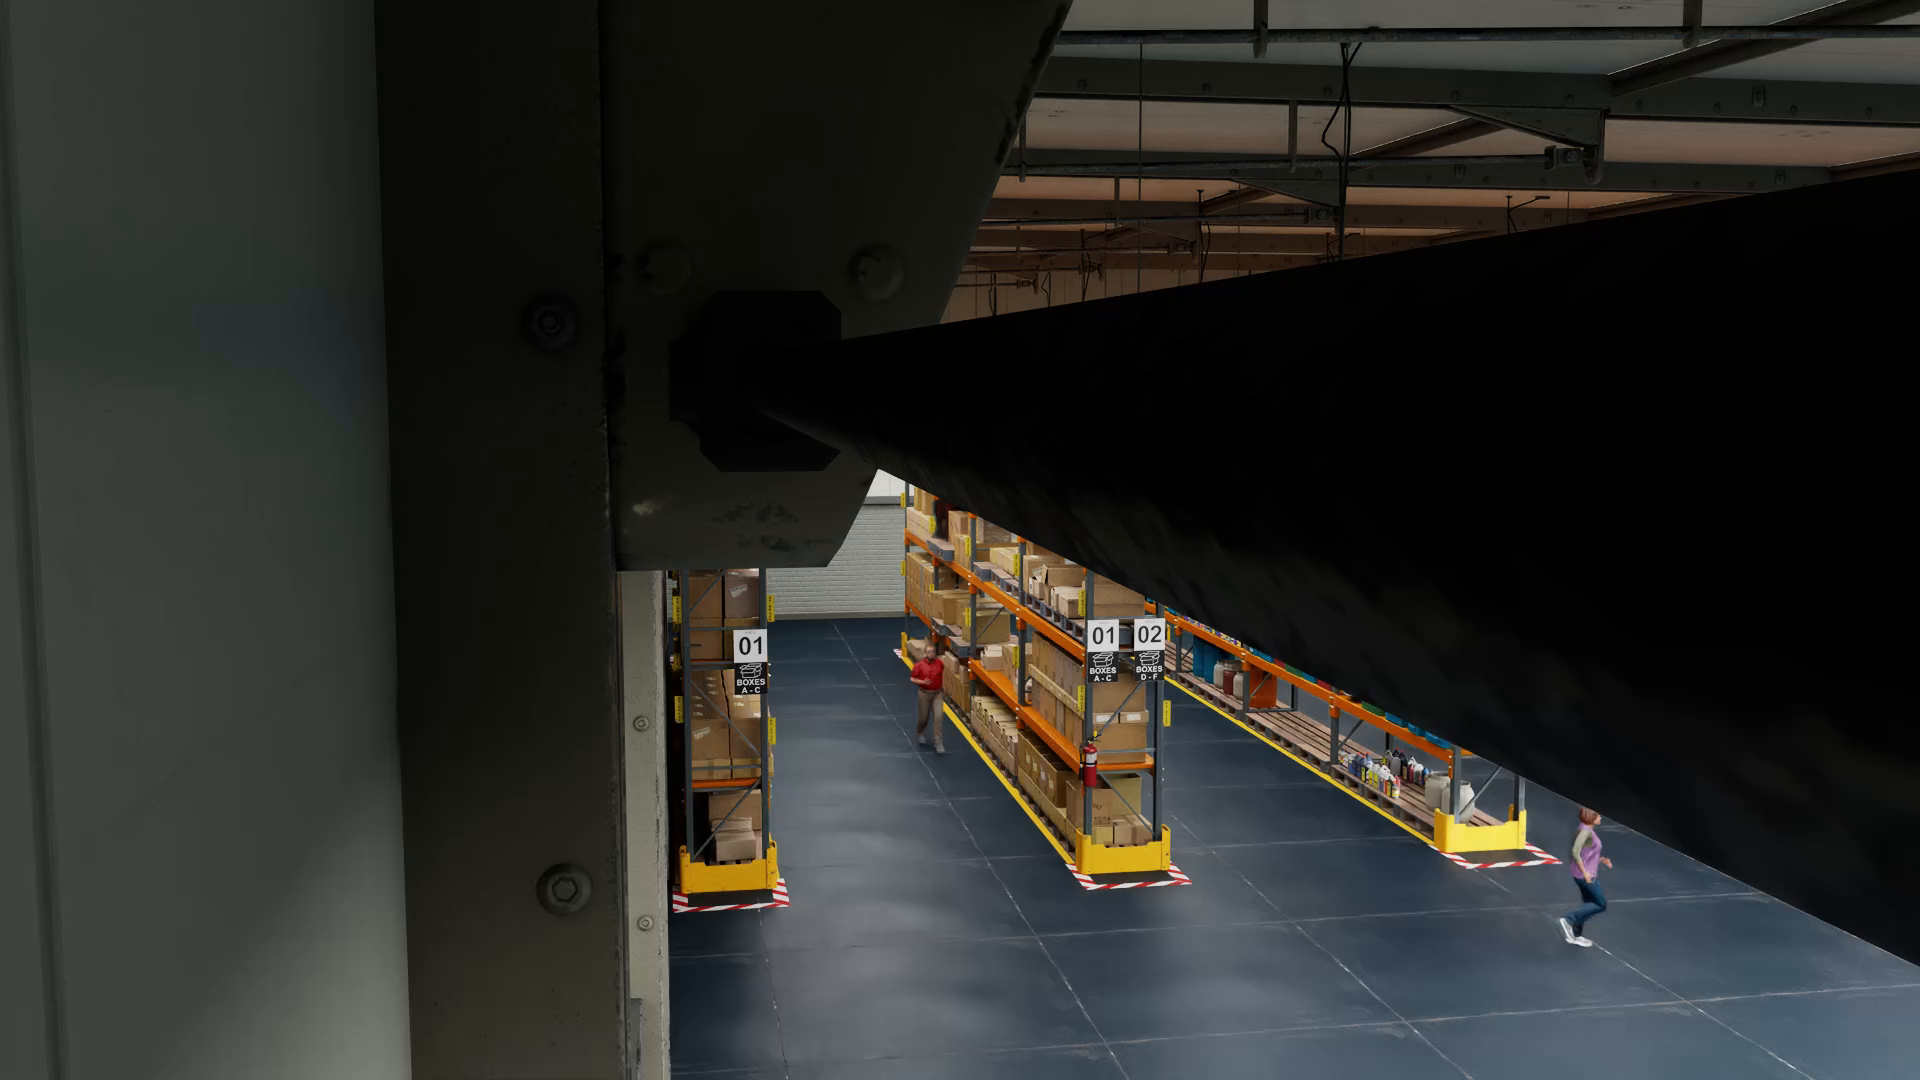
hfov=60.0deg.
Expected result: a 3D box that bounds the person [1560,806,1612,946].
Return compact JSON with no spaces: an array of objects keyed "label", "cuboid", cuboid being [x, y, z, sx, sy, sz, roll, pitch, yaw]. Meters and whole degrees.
[{"label":"person","cuboid":[6.867,3.671,18.213,0.532,1.569,0.549,2,6,17]}]

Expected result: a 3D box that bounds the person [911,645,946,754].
[{"label":"person","cuboid":[-0.502,2.601,27.525,0.659,1.738,0.966,-2,6,-18]}]
